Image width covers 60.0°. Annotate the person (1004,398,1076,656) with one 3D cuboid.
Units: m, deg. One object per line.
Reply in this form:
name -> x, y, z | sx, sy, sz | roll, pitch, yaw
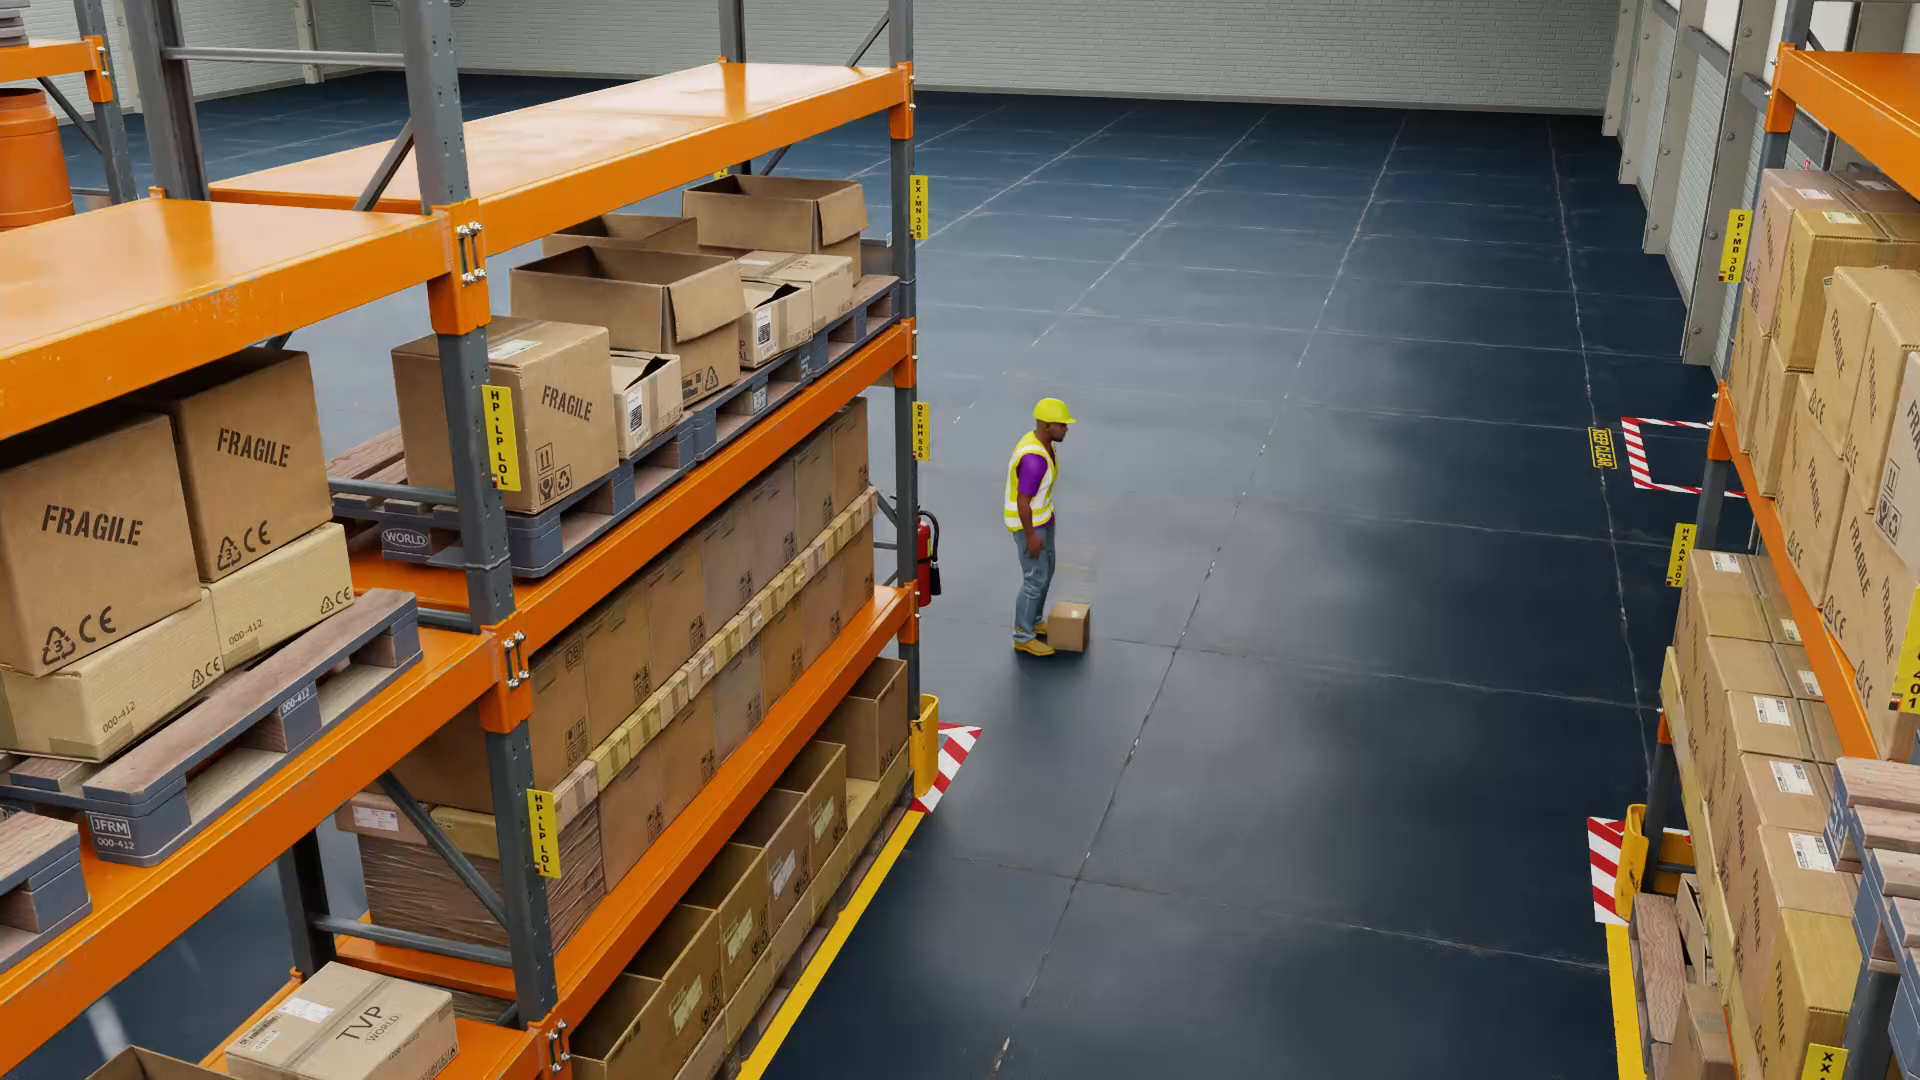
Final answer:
person -> 0.540, -0.118, 11.359 | 0.462, 1.759, 0.627 | 5, 22, 13
